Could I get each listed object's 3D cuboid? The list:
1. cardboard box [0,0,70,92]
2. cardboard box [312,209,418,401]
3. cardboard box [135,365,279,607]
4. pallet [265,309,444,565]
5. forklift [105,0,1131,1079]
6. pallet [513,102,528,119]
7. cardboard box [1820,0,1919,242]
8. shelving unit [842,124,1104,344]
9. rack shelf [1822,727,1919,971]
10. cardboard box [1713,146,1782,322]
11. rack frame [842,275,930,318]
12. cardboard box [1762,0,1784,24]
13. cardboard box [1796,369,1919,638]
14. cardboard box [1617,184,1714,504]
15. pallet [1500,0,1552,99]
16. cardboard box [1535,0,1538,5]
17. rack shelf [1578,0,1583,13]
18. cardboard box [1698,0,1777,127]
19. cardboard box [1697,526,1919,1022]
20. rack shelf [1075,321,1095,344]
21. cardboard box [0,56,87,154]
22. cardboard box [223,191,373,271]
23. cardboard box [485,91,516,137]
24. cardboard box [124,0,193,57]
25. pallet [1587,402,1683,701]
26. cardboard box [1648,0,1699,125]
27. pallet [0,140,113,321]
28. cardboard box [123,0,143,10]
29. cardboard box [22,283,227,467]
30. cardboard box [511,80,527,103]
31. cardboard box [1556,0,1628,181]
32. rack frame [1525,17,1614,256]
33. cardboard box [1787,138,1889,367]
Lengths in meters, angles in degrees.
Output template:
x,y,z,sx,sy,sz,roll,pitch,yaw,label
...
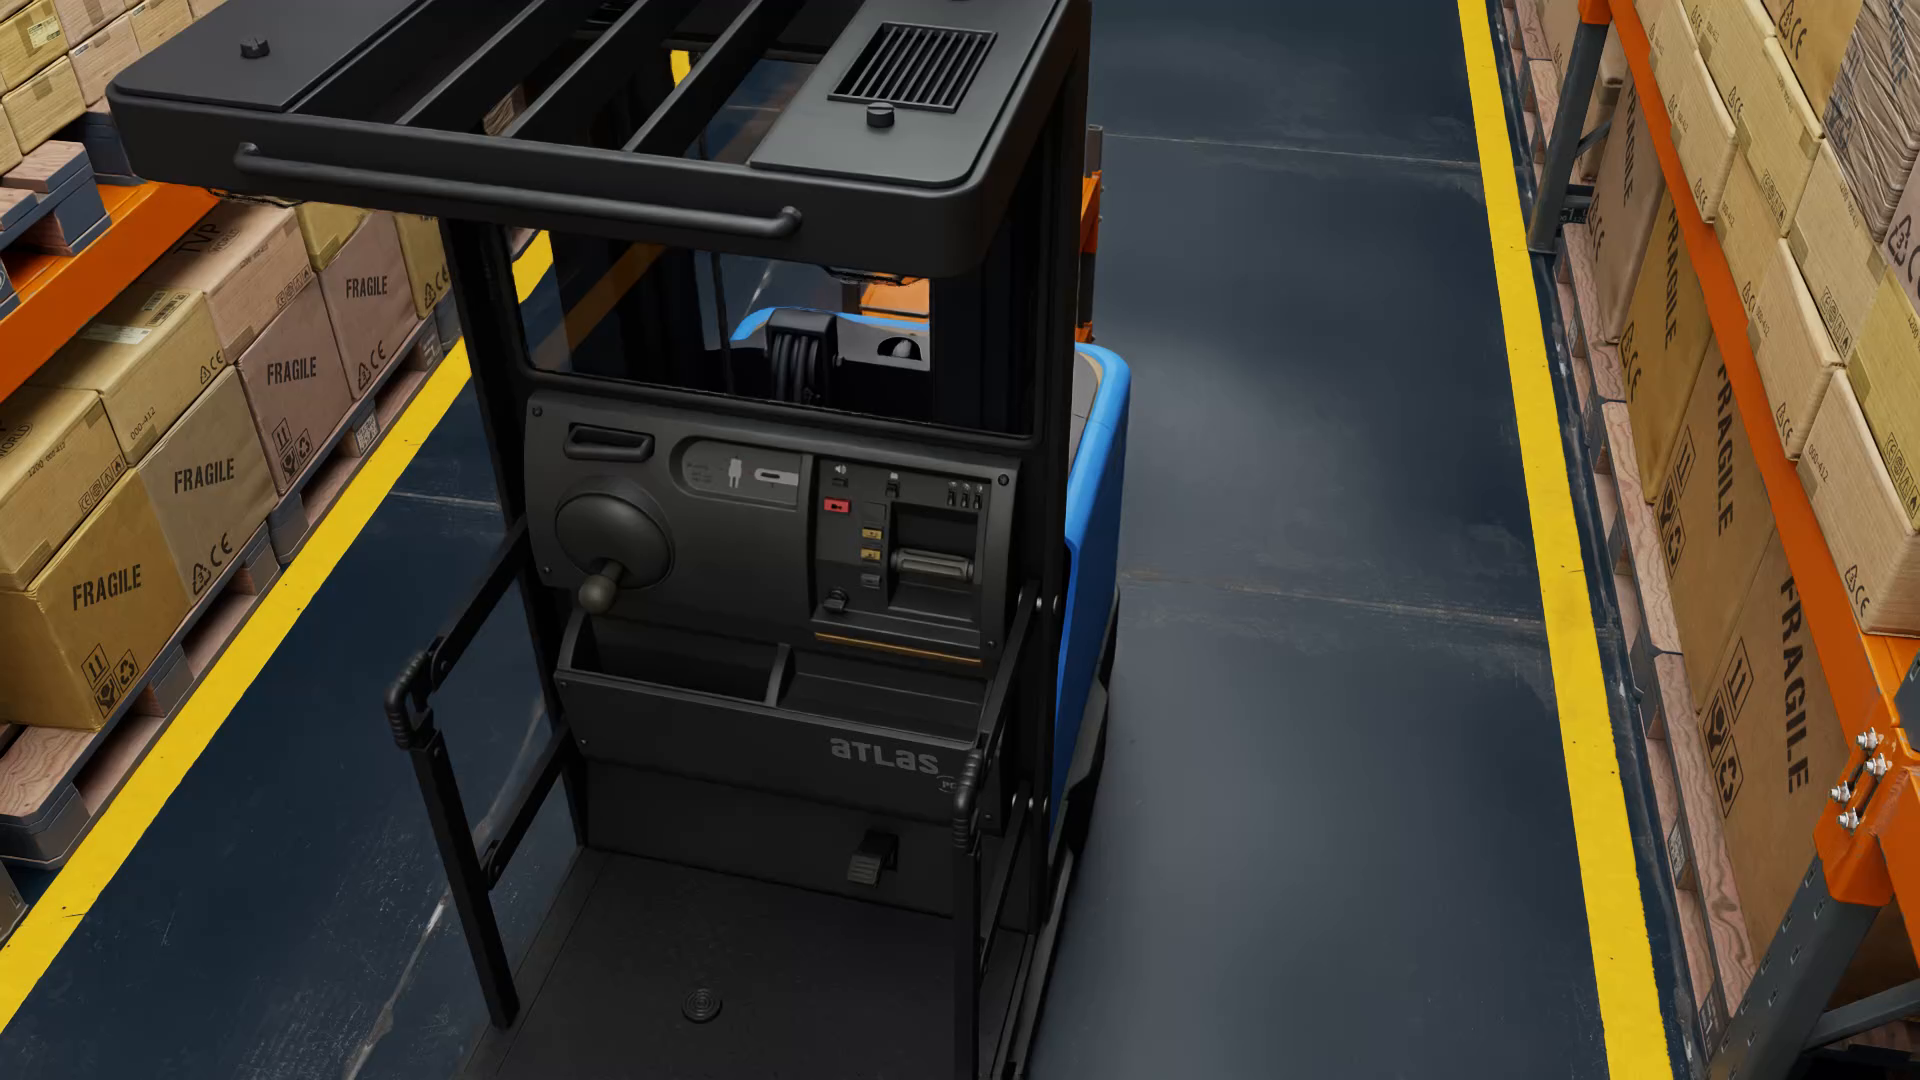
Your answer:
x,y,z,sx,sy,sz,roll,pitch,yaw,label
-2.404,-1.211,3.995,0.380,0.149,0.250,7,40,8,cardboard box
-2.186,-0.827,5.528,0.500,0.500,0.500,6,40,7,cardboard box
-2.359,-0.184,4.750,0.500,0.500,0.500,7,40,8,cardboard box
-2.466,-0.433,5.607,1.003,0.211,1.213,6,40,8,pallet
-0.406,0.057,2.881,1.130,2.935,3.031,9,40,11,forklift
-2.043,-2.115,7.642,1.003,0.211,1.213,6,40,8,pallet
1.989,-0.871,3.087,0.500,0.500,0.500,7,40,8,cardboard box
0.062,-0.522,4.998,0.538,1.125,1.048,9,40,11,shelving unit
1.730,1.761,1.330,1.077,0.370,4.000,6,40,8,rack shelf
2.084,-0.696,3.855,0.500,0.250,0.500,6,40,7,cardboard box
-0.059,-0.207,4.618,0.500,1.125,0.032,9,40,11,rack frame
2.176,-1.499,3.846,0.500,0.500,0.500,6,40,7,cardboard box
1.908,-0.059,3.085,0.500,0.250,0.500,5,40,6,cardboard box
2.592,-0.659,5.031,0.875,0.875,0.875,7,40,9,cardboard box
3.186,-2.443,8.040,1.003,0.211,1.213,6,40,8,pallet
3.295,-2.966,8.164,0.875,0.438,0.875,7,40,9,cardboard box
3.115,-3.259,7.403,1.077,0.370,4.000,6,40,8,rack shelf
2.153,-1.210,4.084,0.500,0.250,0.500,5,40,6,cardboard box
2.278,0.462,3.676,0.875,0.875,0.875,6,40,7,cardboard box
0.062,-0.333,5.154,0.538,0.278,1.000,9,40,11,rack shelf
-2.402,-1.084,4.075,0.380,0.149,0.250,8,40,10,cardboard box
-2.184,-1.102,5.272,0.500,0.250,0.500,5,40,6,cardboard box
-2.004,-1.470,6.306,0.500,0.500,0.500,6,40,7,cardboard box
-2.313,-1.409,4.468,0.380,0.149,0.250,7,40,8,cardboard box
2.501,0.054,5.019,1.003,0.211,1.213,6,40,8,pallet
2.240,-1.332,4.625,0.500,0.250,0.500,6,40,7,cardboard box
-2.798,-0.639,3.819,1.213,0.211,1.003,6,40,8,pallet
-2.313,-1.523,4.372,0.380,0.149,0.250,6,40,7,cardboard box
-2.371,-0.465,4.502,0.500,0.250,0.500,6,40,7,cardboard box
-1.745,-2.020,7.247,0.380,0.149,0.250,5,40,6,cardboard box
2.983,-1.838,6.800,0.875,0.438,0.875,6,40,7,cardboard box
2.769,-2.281,5.655,1.000,3.000,0.127,6,40,8,rack frame
1.995,-0.560,3.299,0.500,0.250,0.500,5,40,7,cardboard box
